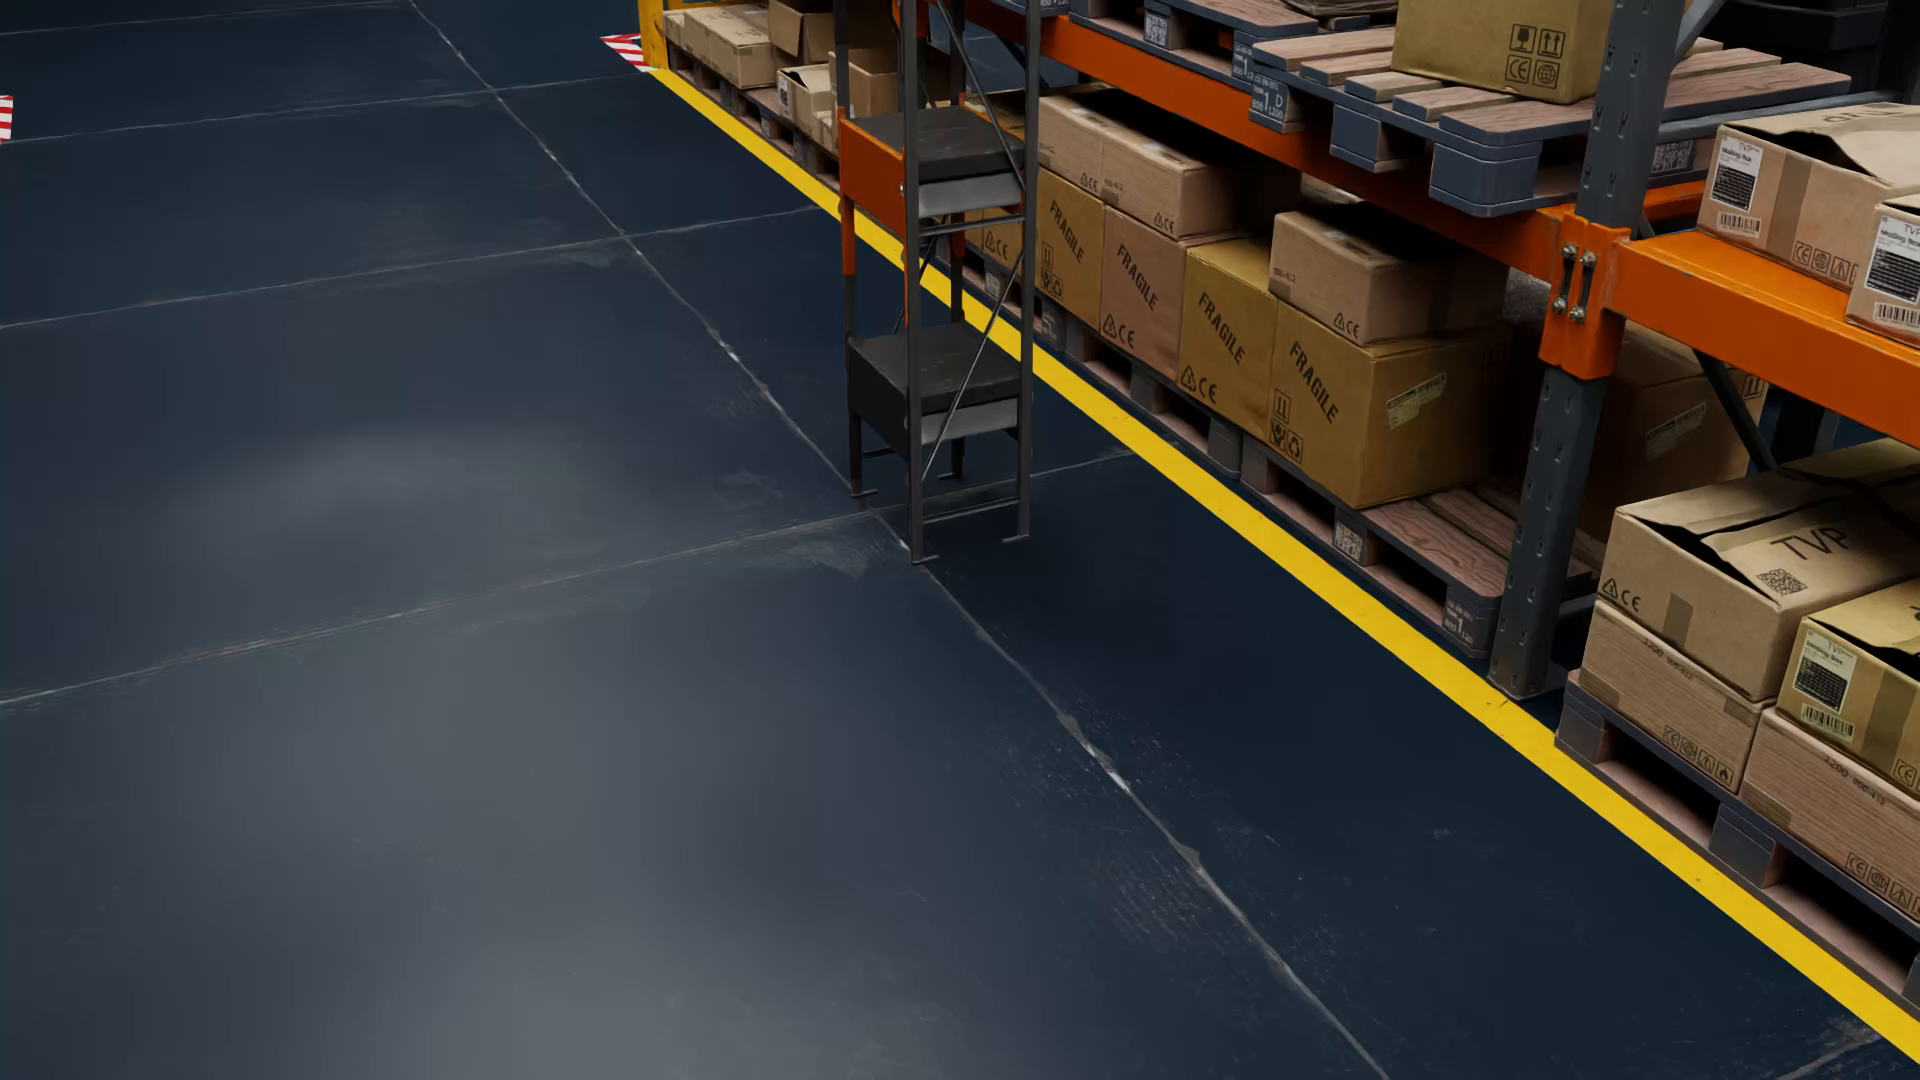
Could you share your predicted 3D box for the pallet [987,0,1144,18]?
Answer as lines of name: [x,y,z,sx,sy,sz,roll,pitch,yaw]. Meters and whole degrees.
pallet: [0.446,-2.306,6.492,1.003,0.211,1.213,-13,32,-22]

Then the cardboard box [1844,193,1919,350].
cardboard box: [2.127,-0.524,3.209,0.500,0.311,0.500,-13,32,-23]

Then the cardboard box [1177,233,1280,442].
cardboard box: [1.083,-0.693,5.524,0.500,0.500,0.500,-14,32,-24]

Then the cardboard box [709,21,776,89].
cardboard box: [-1.110,-2.784,9.509,0.500,0.250,0.500,-13,32,-22]

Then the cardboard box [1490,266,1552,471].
cardboard box: [1.751,-0.591,5.344,0.500,0.500,0.500,-14,32,-24]

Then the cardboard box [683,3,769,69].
cardboard box: [-1.324,-3.004,9.903,0.500,0.250,0.500,-13,32,-22]

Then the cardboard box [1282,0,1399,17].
cardboard box: [1.326,-1.924,5.083,0.700,0.500,0.500,-7,30,-13]

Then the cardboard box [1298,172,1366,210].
cardboard box: [1.312,-1.043,6.150,0.500,0.500,0.500,-14,32,-24]

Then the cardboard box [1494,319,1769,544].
cardboard box: [1.981,-0.361,4.933,0.500,0.500,0.500,-12,31,-20]

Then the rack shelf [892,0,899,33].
rack shelf: [-0.657,-3.335,8.867,1.077,0.370,4.000,-13,32,-22]

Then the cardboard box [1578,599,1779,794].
cardboard box: [1.878,0.311,4.011,0.500,0.250,0.500,-13,32,-22]

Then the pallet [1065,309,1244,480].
pallet: [1.112,-0.658,6.208,1.003,0.211,1.213,-13,32,-22]

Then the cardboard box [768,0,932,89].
cardboard box: [-0.610,-2.697,9.096,0.797,0.503,0.637,-13,32,-22]

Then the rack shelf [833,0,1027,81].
rack shelf: [-0.071,-1.588,4.531,0.431,0.518,0.480,-13,32,-22]

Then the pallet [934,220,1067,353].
pallet: [0.585,-1.198,7.171,1.003,0.211,1.213,-13,32,-22]

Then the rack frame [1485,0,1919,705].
rack frame: [1.918,-0.999,3.964,1.000,3.000,0.127,-13,32,-22]

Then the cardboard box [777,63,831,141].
cardboard box: [-0.622,-2.308,8.599,0.500,0.311,0.500,-13,32,-22]

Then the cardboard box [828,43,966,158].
cardboard box: [-0.300,-2.059,7.961,0.500,0.500,0.500,-13,32,-22]

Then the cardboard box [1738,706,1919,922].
cardboard box: [2.095,0.532,3.616,0.500,0.250,0.500,-14,32,-23]

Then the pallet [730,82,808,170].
pallet: [-0.620,-2.392,9.301,1.003,0.211,1.213,-13,32,-22]

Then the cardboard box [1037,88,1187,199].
cardboard box: [0.618,-1.488,6.175,0.500,0.250,0.500,-13,32,-22]

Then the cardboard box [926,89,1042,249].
cardboard box: [0.189,-1.602,7.147,0.500,0.500,0.500,-15,32,-24]

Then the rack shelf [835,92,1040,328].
rack shelf: [-0.071,-0.977,4.874,0.431,0.518,0.480,-13,32,-22]

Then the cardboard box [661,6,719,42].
cardboard box: [-1.647,-3.224,10.397,0.380,0.149,0.250,-13,32,-22]

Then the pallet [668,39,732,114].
pallet: [-1.140,-2.931,10.261,1.003,0.211,1.213,-13,32,-22]

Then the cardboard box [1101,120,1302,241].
cardboard box: [0.834,-1.266,5.780,0.500,0.250,0.500,-14,32,-23]

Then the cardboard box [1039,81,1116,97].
cardboard box: [0.672,-1.709,7.337,0.500,0.500,0.500,-13,32,-22]

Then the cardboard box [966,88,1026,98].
cardboard box: [0.216,-2.016,8.077,0.500,0.311,0.500,-13,32,-22]

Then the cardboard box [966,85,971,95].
cardboard box: [-0.164,-2.332,8.790,0.380,0.166,0.250,-13,32,-22]

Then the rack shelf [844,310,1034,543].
rack shelf: [-0.071,-0.367,5.216,0.431,0.518,0.480,-13,32,-22]

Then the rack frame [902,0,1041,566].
rack frame: [0.034,-0.881,4.675,0.400,2.100,0.015,-13,32,-22]

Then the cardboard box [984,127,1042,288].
cardboard box: [0.428,-1.369,6.730,0.500,0.500,0.500,-13,32,-21]

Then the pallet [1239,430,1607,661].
pallet: [1.632,-0.120,5.248,1.003,0.211,1.213,-13,32,-22]

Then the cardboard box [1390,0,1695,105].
cardboard box: [1.546,-1.480,4.291,0.700,0.500,0.500,-26,38,-38]

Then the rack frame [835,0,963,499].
rack frame: [-0.176,-1.097,5.059,0.400,2.100,0.015,-13,32,-22]

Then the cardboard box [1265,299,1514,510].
cardboard box: [1.305,-0.464,5.117,0.500,0.500,0.500,-12,31,-20]

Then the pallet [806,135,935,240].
pallet: [-0.093,-1.853,8.338,1.003,0.211,1.213,-13,32,-22]

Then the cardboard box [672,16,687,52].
cardboard box: [-1.539,-3.121,10.196,0.380,0.166,0.250,-13,32,-22]

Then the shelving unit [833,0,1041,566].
shelving unit: [-0.071,-0.989,4.867,0.431,2.100,0.503,-13,32,-22]

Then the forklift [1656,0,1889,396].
forklift: [3.305,-2.146,6.080,3.031,2.935,1.130,-15,32,-24]

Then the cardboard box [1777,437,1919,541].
cardboard box: [2.366,-0.047,4.076,0.500,0.311,0.500,-12,32,-21]

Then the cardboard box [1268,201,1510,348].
cardboard box: [1.277,-0.815,4.976,0.500,0.250,0.500,-12,31,-20]

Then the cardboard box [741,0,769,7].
cardboard box: [-1.060,-3.446,10.434,0.500,0.500,0.500,-13,32,-22]

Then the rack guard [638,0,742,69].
rack guard: [-1.483,-3.409,10.818,1.175,0.500,0.348,-13,32,-22]

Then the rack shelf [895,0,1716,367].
rack shelf: [1.060,-1.568,5.715,1.077,0.370,4.000,-13,32,-22]

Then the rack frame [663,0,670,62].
rack frame: [-1.516,-4.532,10.266,1.000,3.000,0.127,-13,32,-22]

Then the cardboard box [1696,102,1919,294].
cardboard box: [2.035,-0.790,3.683,0.500,0.311,0.500,-11,31,-19]

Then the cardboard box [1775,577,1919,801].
cardboard box: [2.111,0.296,3.463,0.500,0.311,0.500,-14,32,-23]

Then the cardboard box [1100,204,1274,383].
cardboard box: [0.852,-0.923,5.936,0.500,0.500,0.500,-14,32,-24]

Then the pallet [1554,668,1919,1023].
pallet: [2.237,0.589,3.983,1.003,0.211,1.213,-13,32,-22]

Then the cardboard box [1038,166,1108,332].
cardboard box: [0.636,-1.147,6.334,0.500,0.500,0.500,-13,32,-21]

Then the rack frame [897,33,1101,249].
rack frame: [0.201,-2.766,7.115,1.000,3.000,0.127,-13,32,-22]

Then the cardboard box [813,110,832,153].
cardboard box: [-0.515,-2.059,8.320,0.380,0.149,0.250,-13,32,-22]

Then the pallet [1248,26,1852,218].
pallet: [1.564,-1.200,4.519,1.213,0.211,1.003,-13,32,-22]

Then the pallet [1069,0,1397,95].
pallet: [1.079,-1.773,5.541,1.003,0.211,1.213,-13,32,-22]

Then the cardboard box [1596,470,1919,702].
cardboard box: [1.878,0.066,3.874,0.500,0.311,0.500,-12,31,-20]

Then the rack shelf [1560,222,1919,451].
rack shelf: [2.777,0.199,2.564,1.077,0.370,4.000,-13,32,-22]
